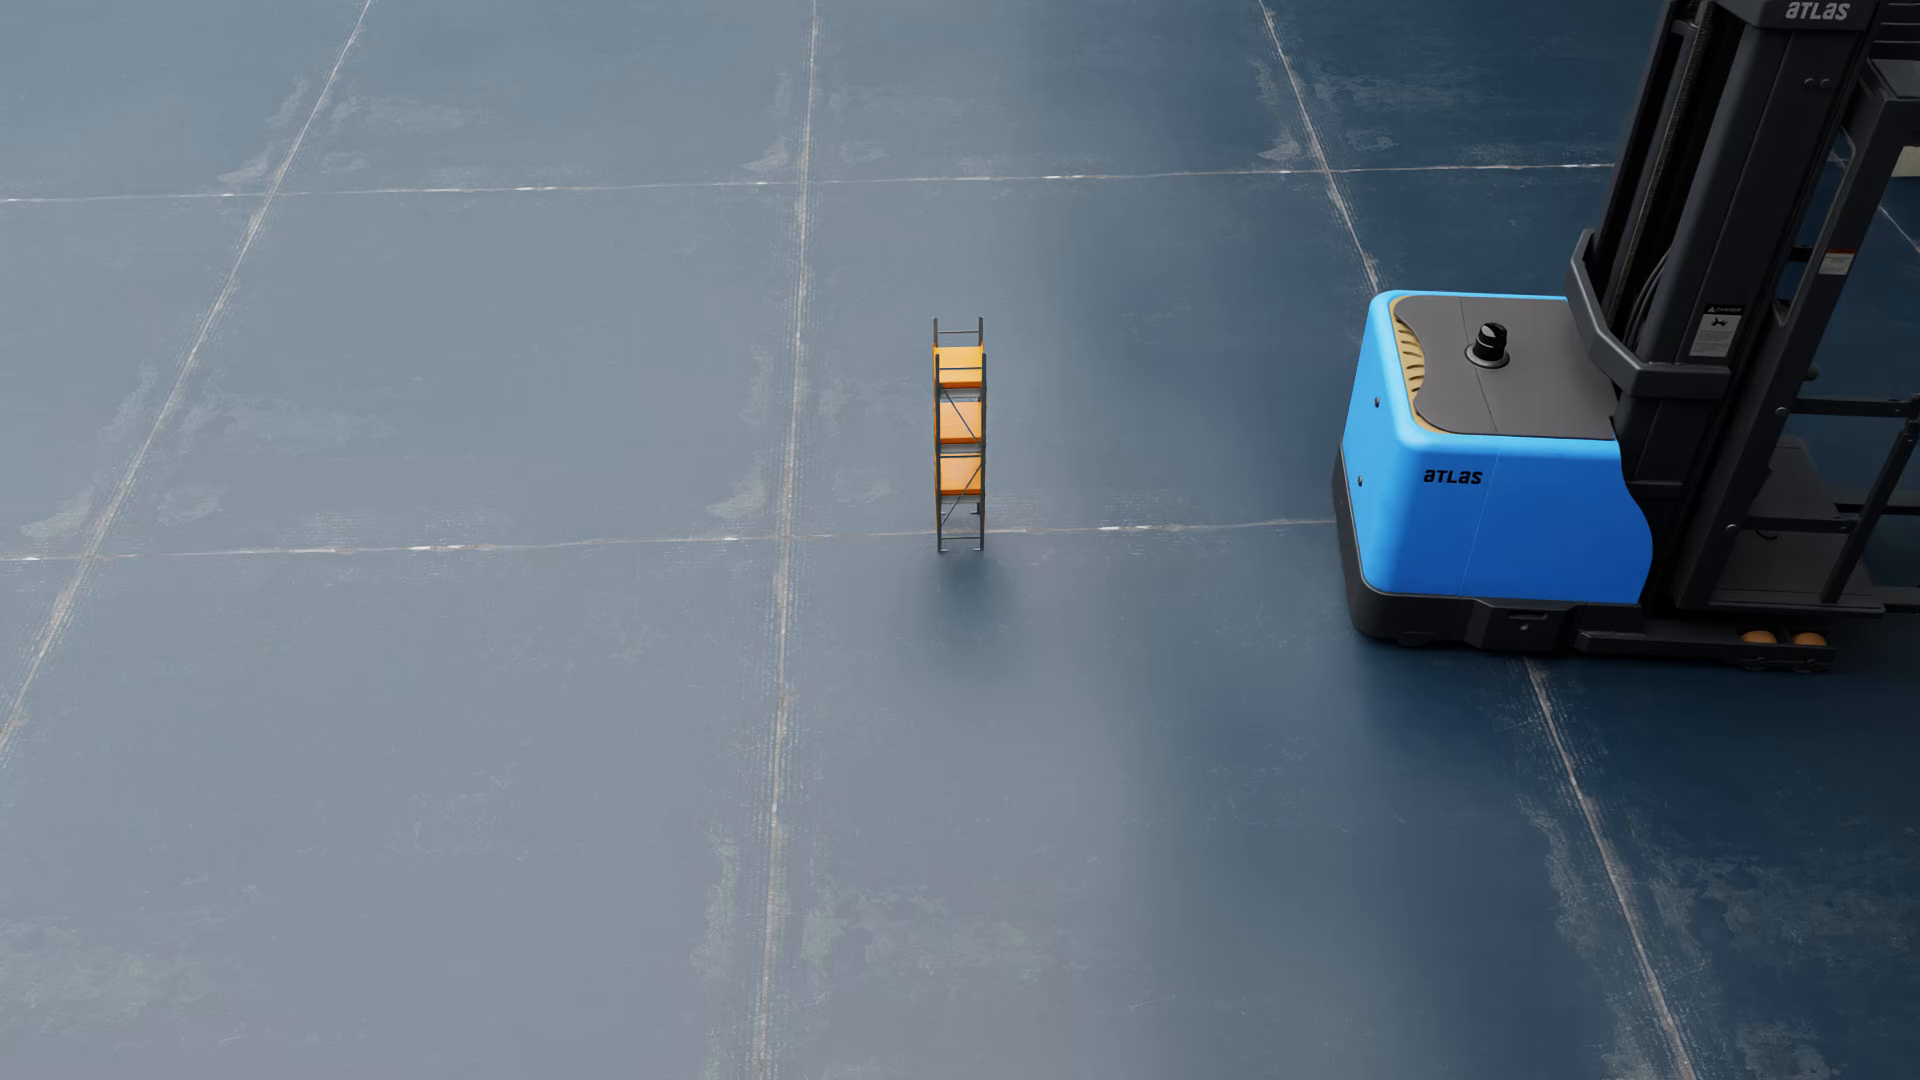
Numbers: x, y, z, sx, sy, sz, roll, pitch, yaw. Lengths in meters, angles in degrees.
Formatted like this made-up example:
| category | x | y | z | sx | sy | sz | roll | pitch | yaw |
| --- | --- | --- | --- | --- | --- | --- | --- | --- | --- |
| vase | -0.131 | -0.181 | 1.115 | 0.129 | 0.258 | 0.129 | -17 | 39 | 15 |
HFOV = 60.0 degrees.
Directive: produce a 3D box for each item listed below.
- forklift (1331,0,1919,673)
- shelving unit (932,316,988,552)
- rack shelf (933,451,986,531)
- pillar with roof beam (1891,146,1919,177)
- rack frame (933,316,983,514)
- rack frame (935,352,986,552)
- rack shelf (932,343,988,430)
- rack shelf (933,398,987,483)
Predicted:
| category | x | y | z | sx | sy | sz | roll | pitch | yaw |
| --- | --- | --- | --- | --- | --- | --- | --- | --- | --- |
| forklift | 3.139 | -0.923 | 6.088 | 3.031 | 2.935 | 1.130 | 3 | 43 | 3 |
| shelving unit | -0.002 | -0.423 | 6.935 | 0.215 | 1.050 | 0.252 | -2 | 43 | -2 |
| rack shelf | -0.002 | -0.210 | 7.130 | 0.215 | 0.259 | 0.240 | -2 | 43 | -2 |
| pillar with roof beam | 1.130 | -5.413 | 6.495 | 9.100 | 9.000 | 0.400 | -2 | 43 | -2 |
| rack frame | -0.007 | -0.506 | 7.025 | 0.200 | 1.050 | 0.008 | -2 | 43 | -2 |
| rack frame | 0.003 | -0.341 | 6.845 | 0.200 | 1.050 | 0.008 | -2 | 43 | -2 |
| rack shelf | -0.002 | -0.625 | 6.750 | 0.215 | 0.259 | 0.240 | -2 | 43 | -2 |
| rack shelf | -0.002 | -0.415 | 6.942 | 0.215 | 0.259 | 0.240 | -2 | 43 | -2 |
